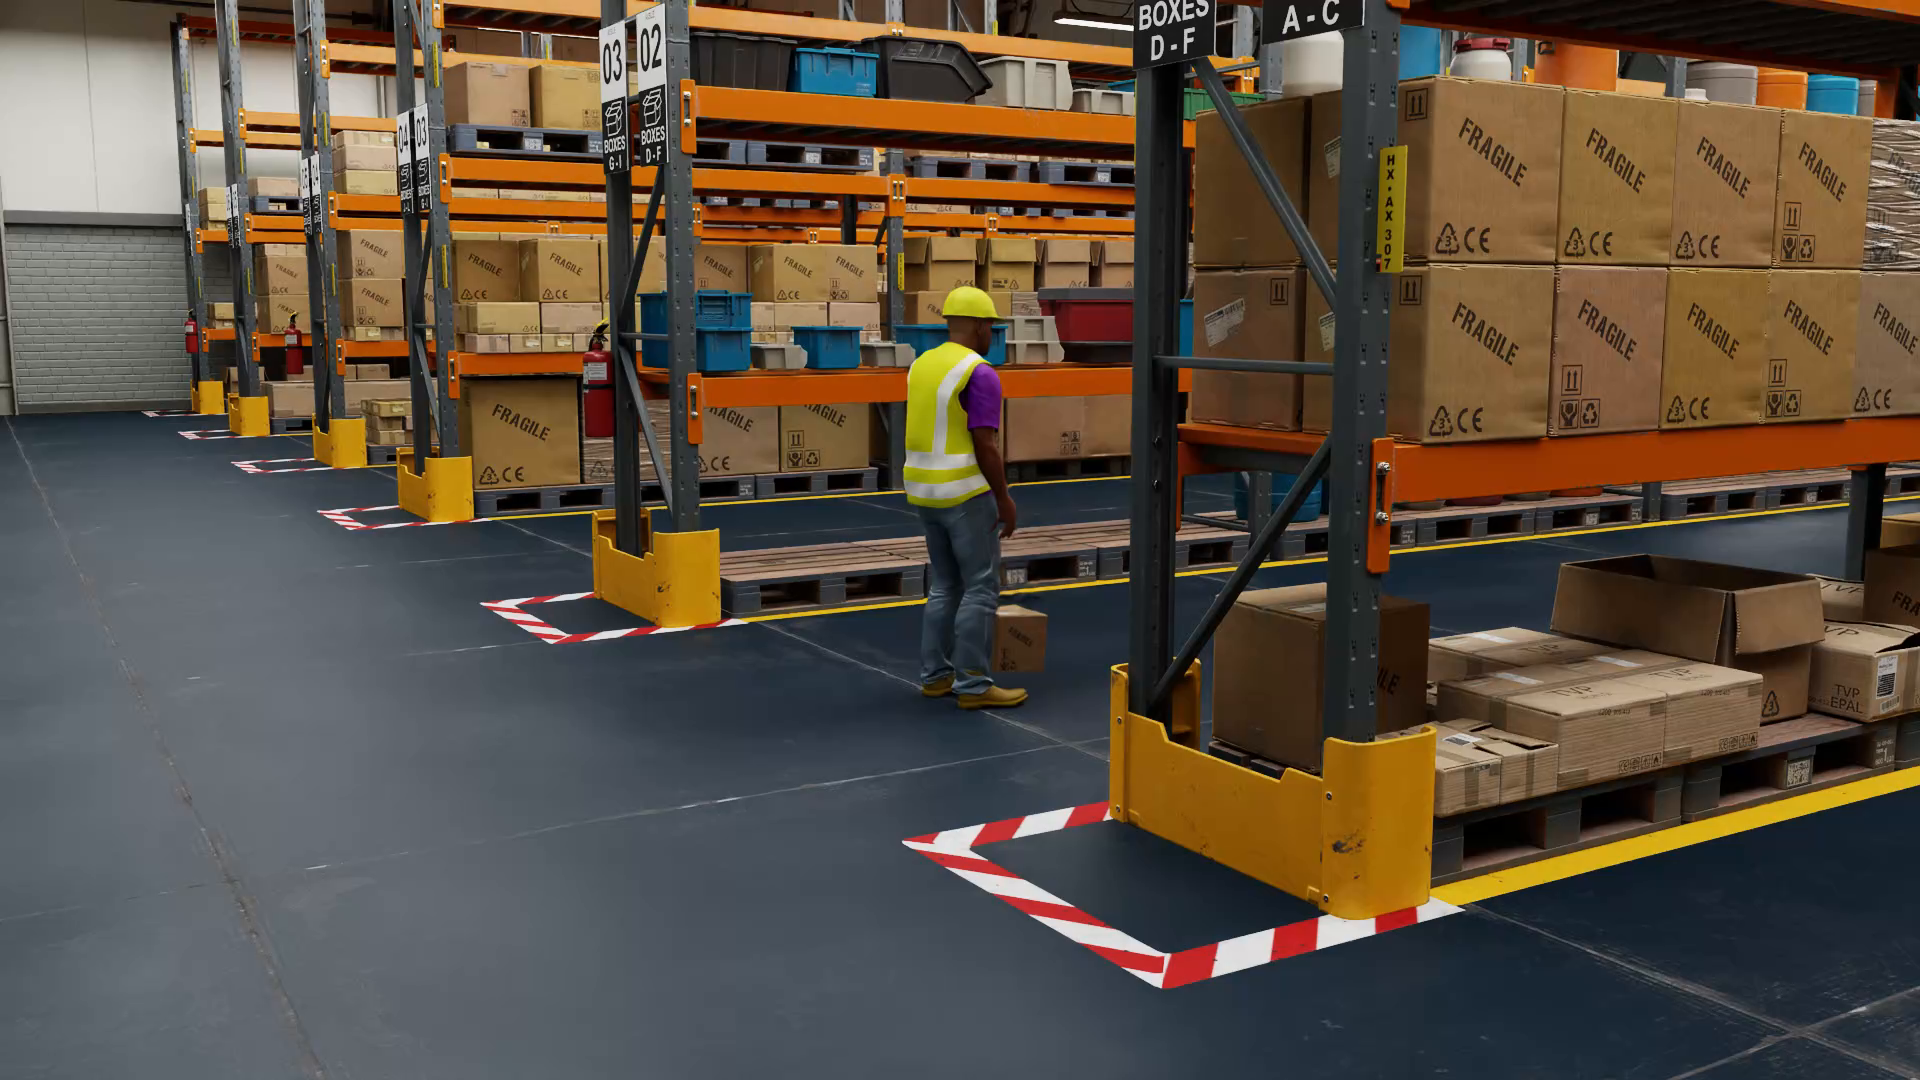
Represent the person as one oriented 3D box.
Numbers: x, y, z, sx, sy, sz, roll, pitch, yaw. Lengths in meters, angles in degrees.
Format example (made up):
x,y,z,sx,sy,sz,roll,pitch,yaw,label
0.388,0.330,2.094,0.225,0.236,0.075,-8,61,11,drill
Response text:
x,y,z,sx,sy,sz,roll,pitch,yaw,label
0.002,-0.188,7.071,0.446,1.762,0.604,-5,10,-33,person
